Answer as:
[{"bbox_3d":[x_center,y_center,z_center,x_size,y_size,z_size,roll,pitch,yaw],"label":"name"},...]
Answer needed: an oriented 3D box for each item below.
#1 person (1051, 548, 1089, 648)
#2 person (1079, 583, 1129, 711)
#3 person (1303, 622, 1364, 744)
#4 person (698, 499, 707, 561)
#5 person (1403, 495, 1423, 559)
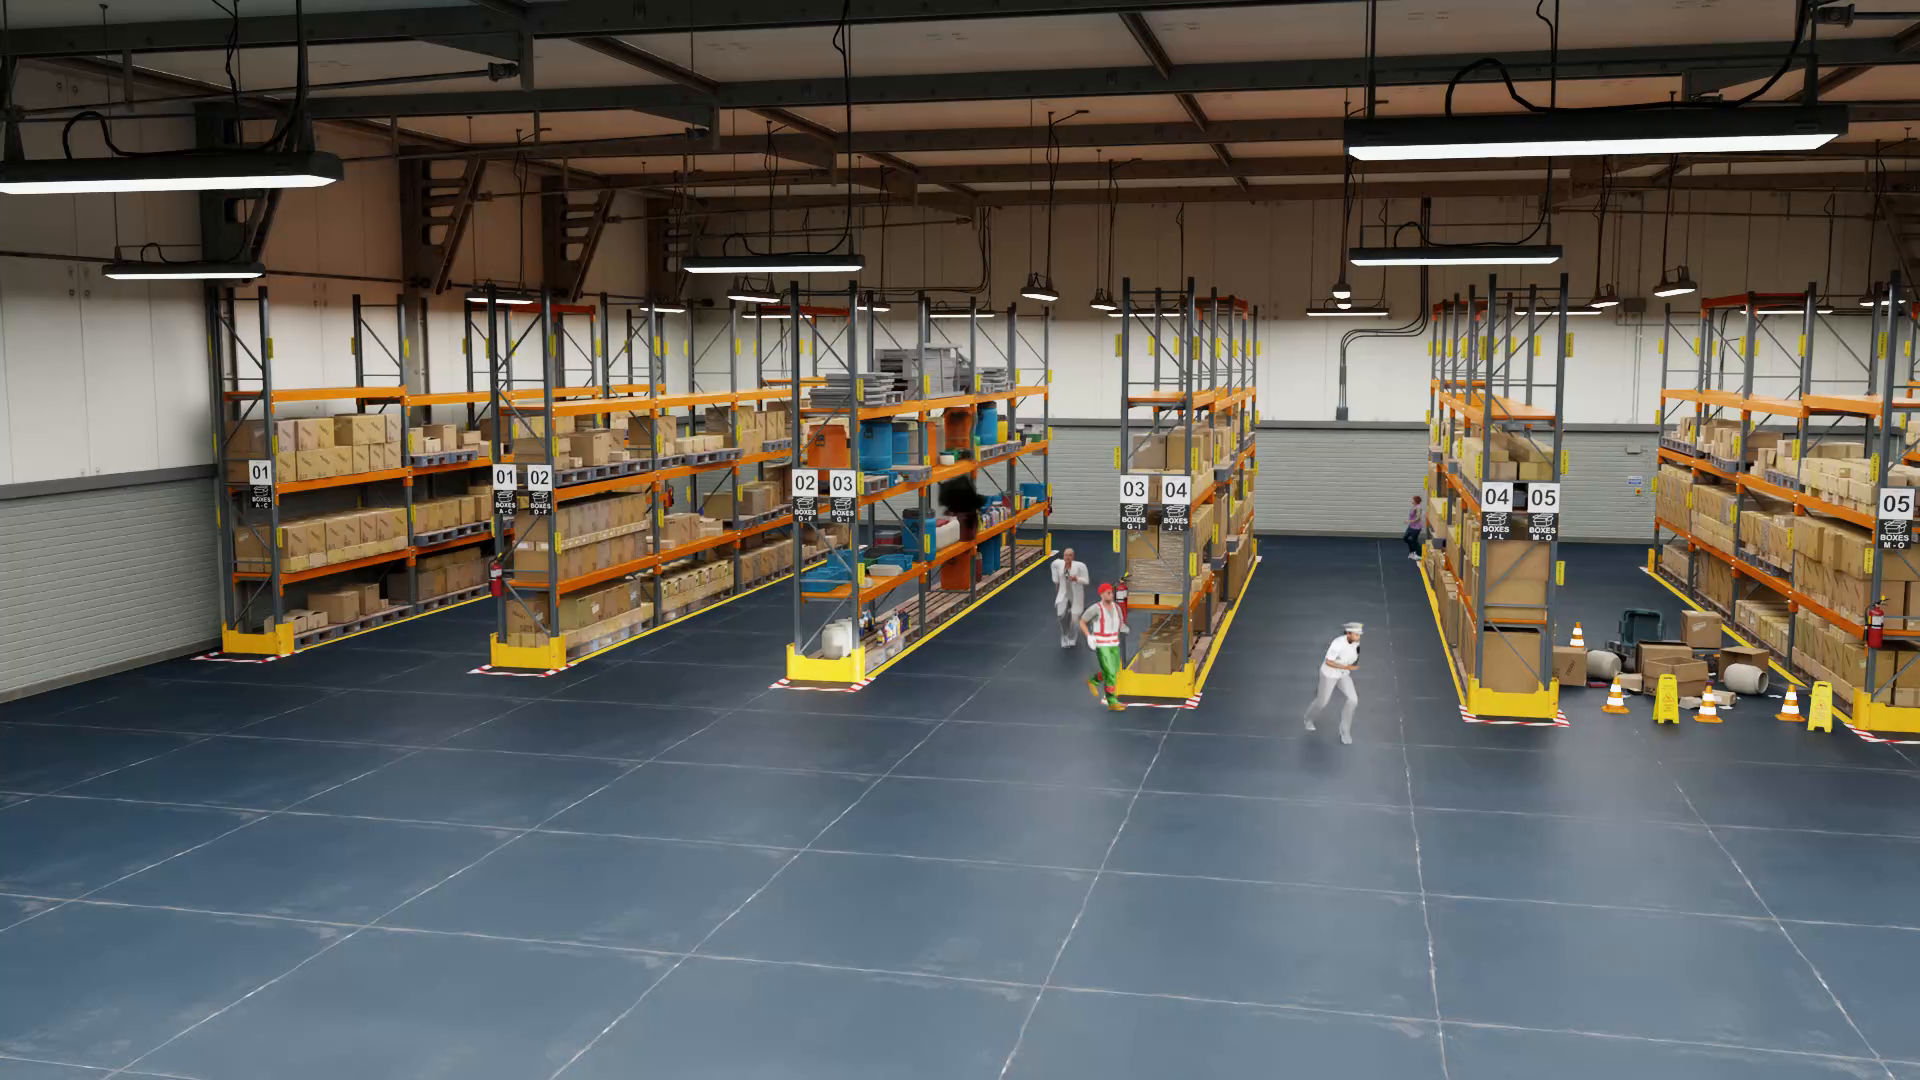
[{"bbox_3d":[1.815,0.973,27.634,0.690,1.688,0.943,1,7,11],"label":"person"},{"bbox_3d":[2.003,1.466,23.166,0.660,1.763,0.840,-5,8,-35],"label":"person"},{"bbox_3d":[4.810,1.806,21.395,0.616,1.613,0.964,-4,8,-31],"label":"person"},{"bbox_3d":[-5.728,-0.145,37.950,0.550,1.651,0.690,2,7,14],"label":"person"},{"bbox_3d":[10.755,-0.292,39.342,0.573,1.557,0.572,-1,7,-5],"label":"person"}]
